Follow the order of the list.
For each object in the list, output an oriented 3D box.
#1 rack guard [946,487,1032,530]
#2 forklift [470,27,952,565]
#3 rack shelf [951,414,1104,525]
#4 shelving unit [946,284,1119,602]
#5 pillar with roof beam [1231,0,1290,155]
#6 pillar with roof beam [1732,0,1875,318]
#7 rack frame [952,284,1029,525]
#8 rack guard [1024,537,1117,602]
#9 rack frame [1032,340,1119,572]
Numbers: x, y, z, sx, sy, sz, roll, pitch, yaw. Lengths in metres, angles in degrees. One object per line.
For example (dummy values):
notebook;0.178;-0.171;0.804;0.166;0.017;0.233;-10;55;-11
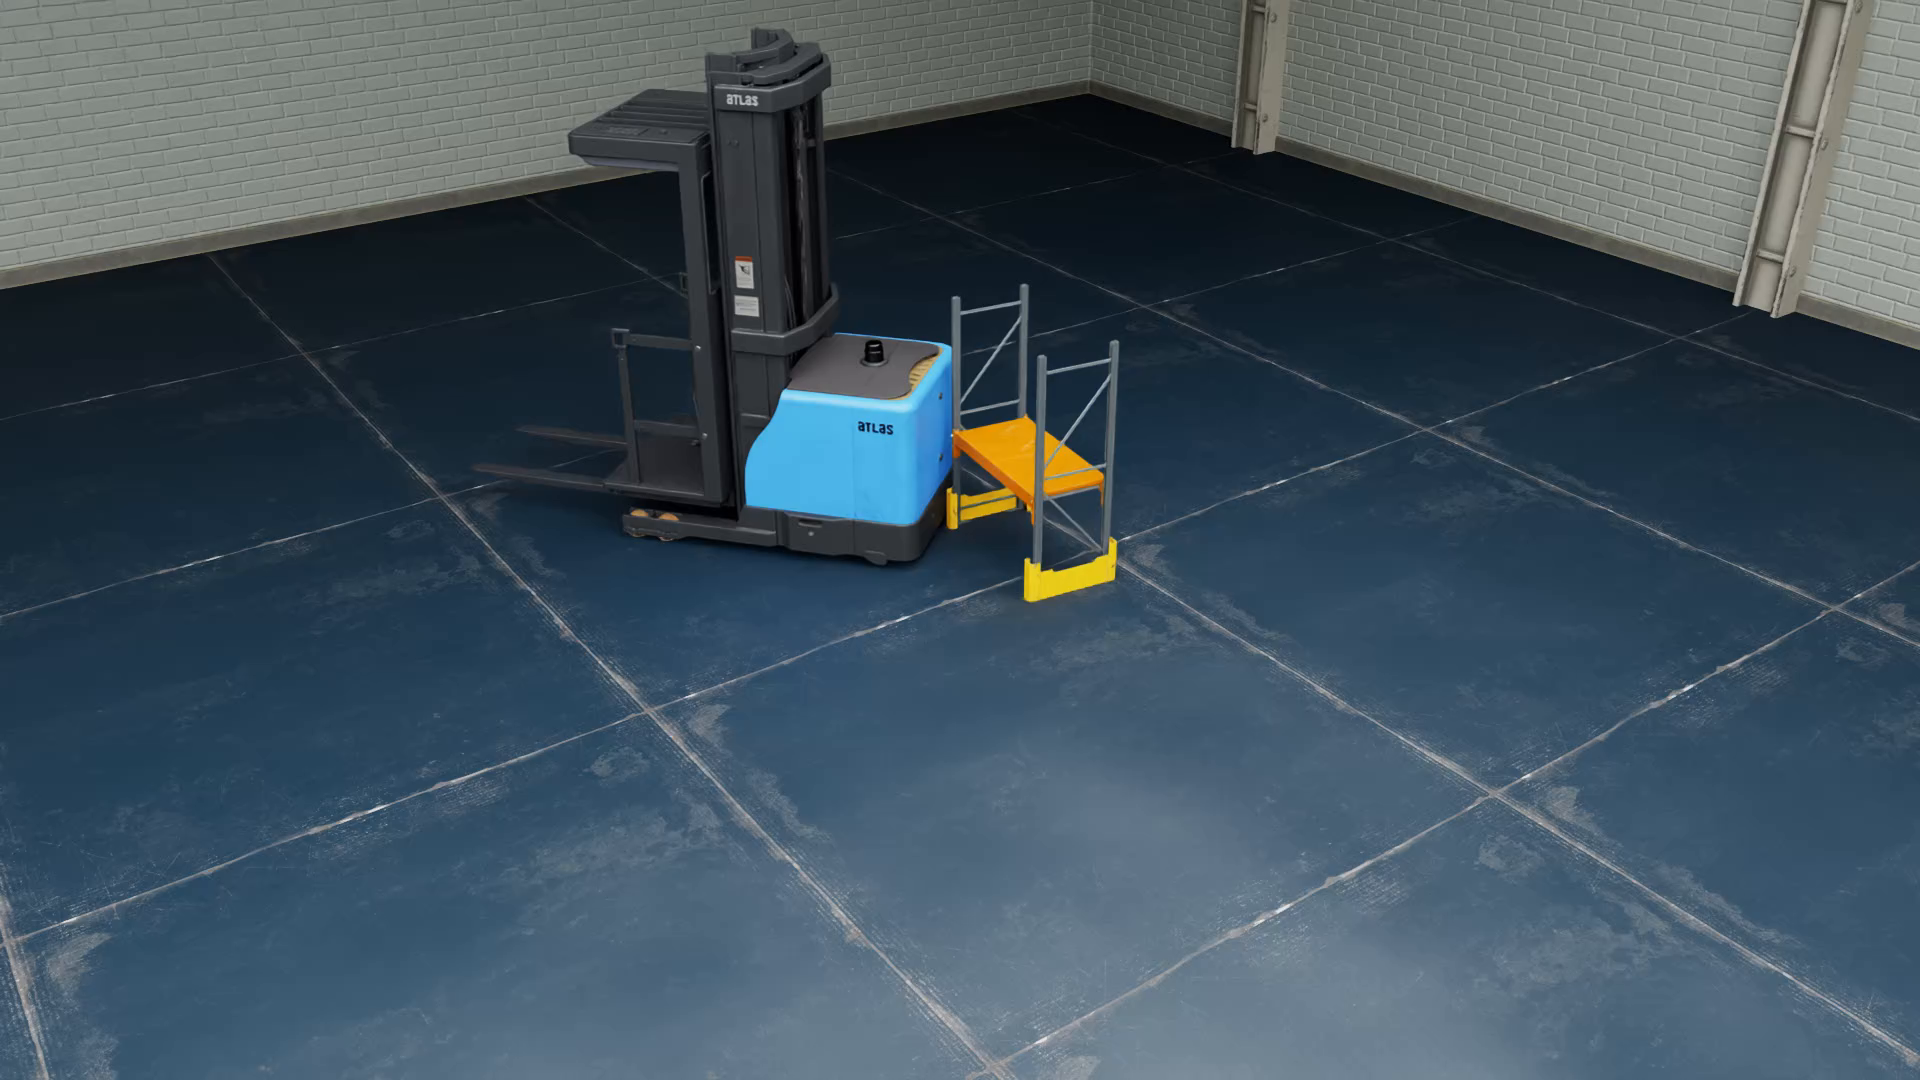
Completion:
rack guard;0.188;-0.250;10.449;0.587;0.250;0.087;-14;31;-24
forklift;-1.586;-1.515;9.968;3.031;2.935;1.130;7;29;13
rack shelf;0.412;-0.434;9.855;0.538;0.185;1.000;-14;31;-24
shelving unit;0.416;-0.588;9.762;0.587;1.500;1.083;-14;31;-24
pillar with roof beam;-0.311;-7.026;13.758;9.100;9.000;0.400;-19;34;-31
pillar with roof beam;3.170;-4.694;9.463;9.100;9.000;0.400;-19;34;-31
rack frame;0.179;-0.808;10.166;0.500;1.500;0.032;-14;31;-24
rack guard;0.644;0.172;9.671;0.587;0.250;0.087;-14;31;-24
rack frame;0.644;-0.376;9.372;0.500;1.500;0.032;-14;31;-24
